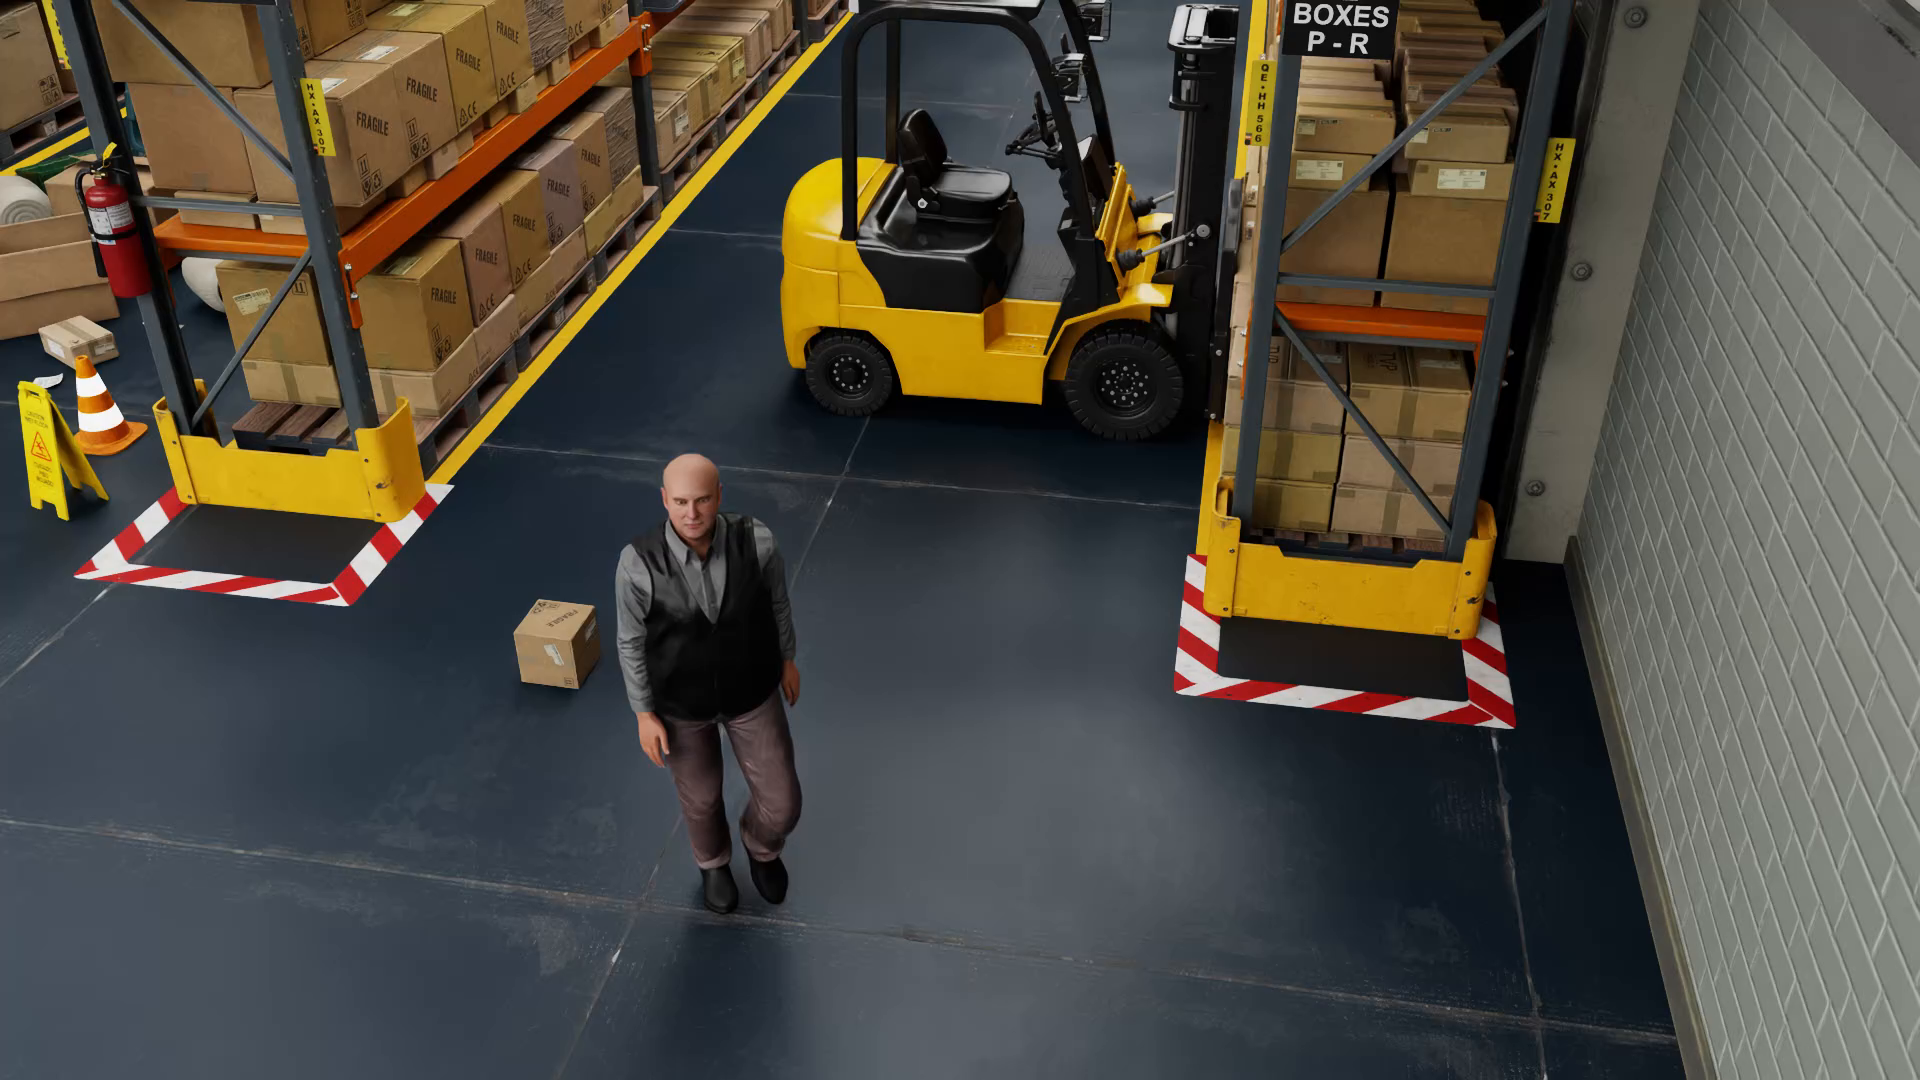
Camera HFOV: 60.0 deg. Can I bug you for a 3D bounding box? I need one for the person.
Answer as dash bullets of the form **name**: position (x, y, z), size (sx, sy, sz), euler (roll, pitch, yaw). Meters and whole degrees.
- **person**: position (-0.771, 0.529, 5.296), size (0.575, 1.750, 0.479), euler (-8, 33, -13)
